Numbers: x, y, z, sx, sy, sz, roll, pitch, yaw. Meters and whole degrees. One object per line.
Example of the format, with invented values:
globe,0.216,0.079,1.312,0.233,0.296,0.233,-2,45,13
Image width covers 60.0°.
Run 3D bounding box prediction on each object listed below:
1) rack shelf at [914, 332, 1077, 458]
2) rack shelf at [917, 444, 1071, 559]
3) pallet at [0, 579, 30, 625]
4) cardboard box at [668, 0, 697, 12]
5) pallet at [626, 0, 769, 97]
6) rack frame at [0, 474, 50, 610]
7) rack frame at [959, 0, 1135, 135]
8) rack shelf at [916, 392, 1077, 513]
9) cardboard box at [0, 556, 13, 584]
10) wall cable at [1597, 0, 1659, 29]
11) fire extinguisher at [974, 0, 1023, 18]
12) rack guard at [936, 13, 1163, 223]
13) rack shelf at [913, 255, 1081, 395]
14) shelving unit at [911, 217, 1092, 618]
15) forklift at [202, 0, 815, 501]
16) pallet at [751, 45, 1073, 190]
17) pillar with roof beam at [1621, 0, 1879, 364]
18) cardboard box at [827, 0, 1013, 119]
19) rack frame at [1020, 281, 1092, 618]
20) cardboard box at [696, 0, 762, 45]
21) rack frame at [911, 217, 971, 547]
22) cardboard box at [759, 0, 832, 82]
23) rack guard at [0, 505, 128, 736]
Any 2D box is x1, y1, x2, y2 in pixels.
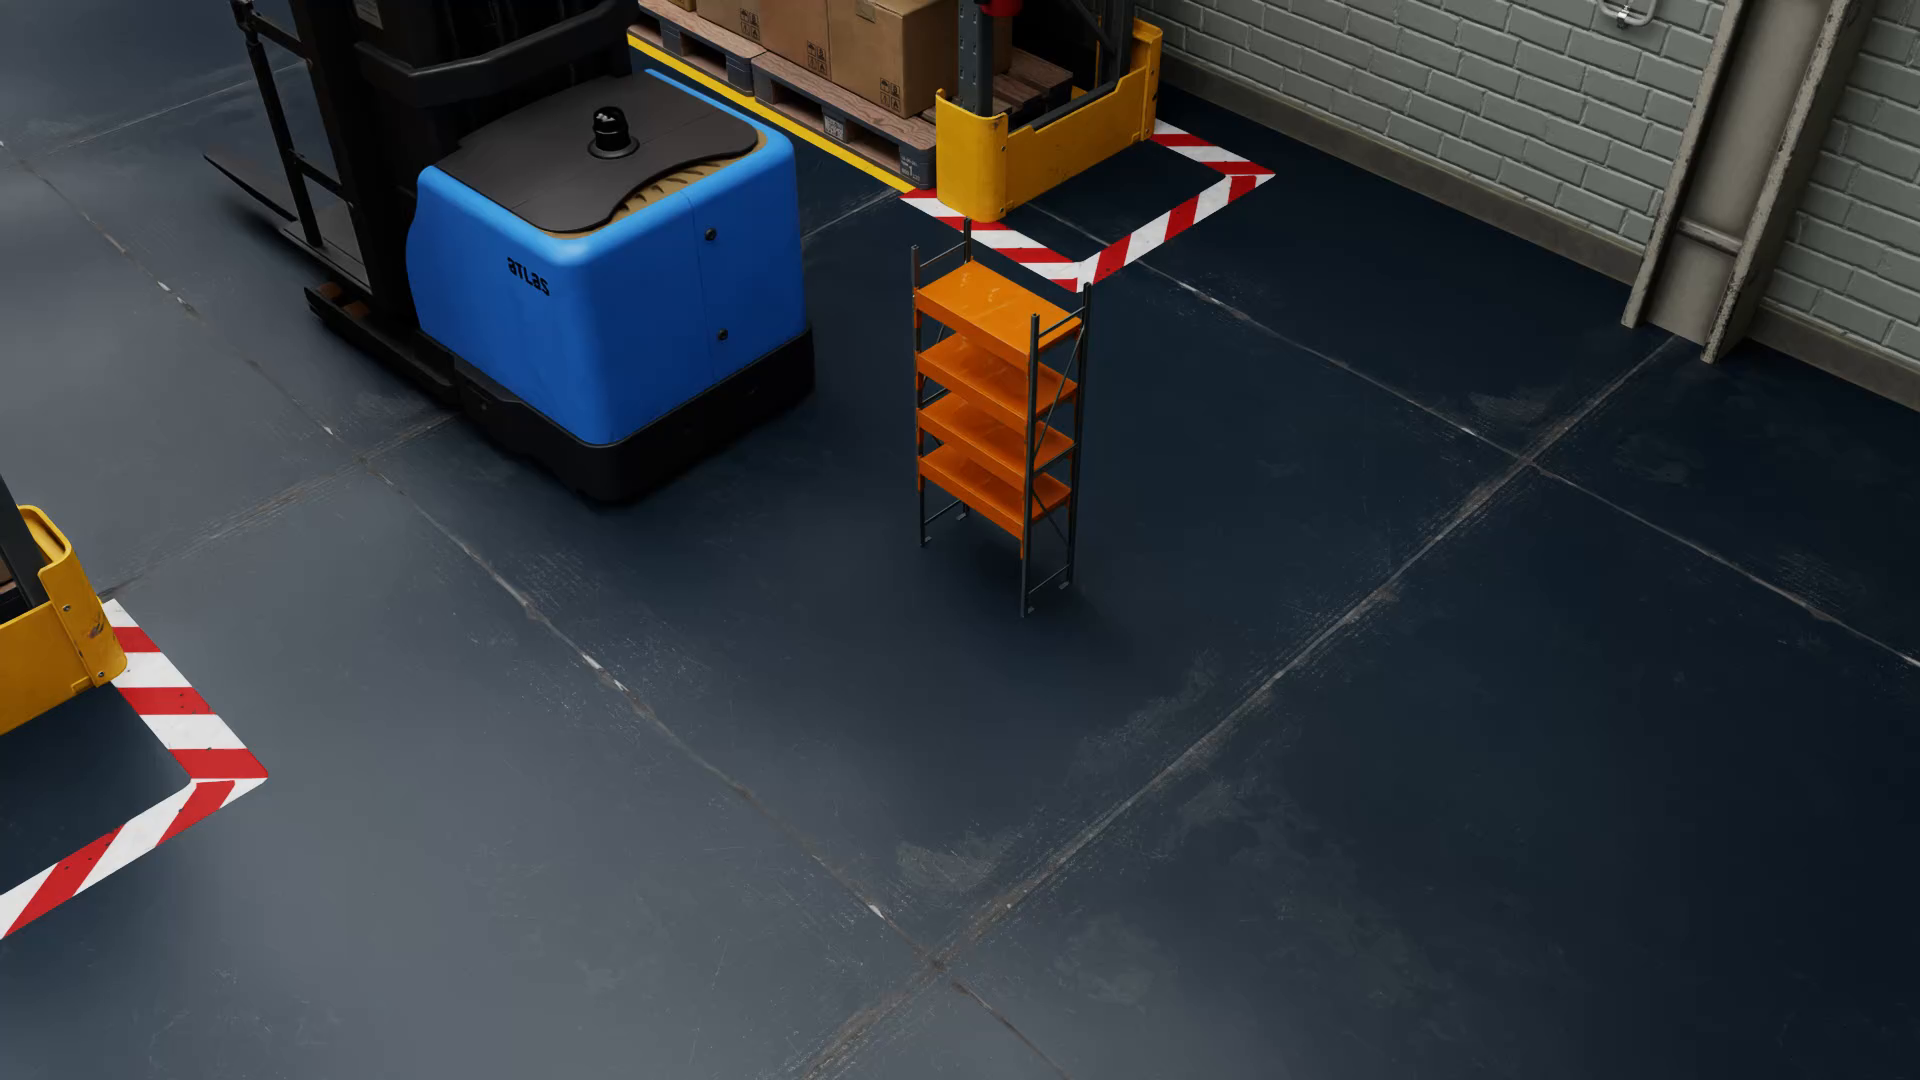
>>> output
rack shelf,0.117,-0.476,5.151,0.258,0.148,0.480,-34,53,-31
rack shelf,0.117,-0.166,5.437,0.258,0.148,0.480,-34,53,-31
pallet,-3.734,0.144,5.439,1.003,0.211,1.213,-34,53,-31
cardboard box,-1.268,-3.096,8.423,0.700,0.500,0.500,-33,52,-30
pallet,-1.089,-2.746,8.566,1.003,0.211,1.213,-34,53,-31
rack frame,-3.117,-0.461,4.039,1.000,3.000,0.127,-34,53,-31
rack frame,0.388,-2.837,6.610,1.000,3.000,0.127,-34,53,-31
rack shelf,0.117,-0.312,5.302,0.258,0.148,0.480,-34,53,-31
cardboard box,-3.169,0.058,5.253,0.380,0.149,0.250,-34,53,-31
wall cable,1.962,-3.048,6.090,0.084,1.984,1.851,-34,53,-31
fire extinguisher,0.168,-2.378,6.445,0.296,0.674,0.183,-34,53,-31
rack guard,0.405,-1.907,7.446,1.175,0.500,0.348,-34,53,-31
rack shelf,0.117,-0.650,4.990,0.258,0.148,0.480,-34,53,-31
shelving unit,0.117,-0.361,5.257,0.258,1.200,0.503,-34,53,-31
forklift,-1.975,-2.088,5.850,3.031,2.935,1.130,32,51,30
pallet,-0.232,-2.160,7.932,1.003,0.211,1.213,-34,53,-31
pillar with roof beam,-0.141,-2.094,1.386,9.100,9.000,0.400,-34,53,-31
cardboard box,-0.177,-2.362,7.628,0.700,0.500,0.500,-34,53,-31
rack frame,0.289,-0.244,5.130,0.240,1.200,0.015,-34,53,-31
cardboard box,-0.886,-2.843,8.149,0.500,0.500,0.700,32,52,30
rack frame,-0.055,-0.478,5.384,0.240,1.200,0.015,-34,53,-31
cardboard box,-0.531,-2.602,7.888,0.500,0.500,0.700,34,53,31
rack guard,-3.170,0.420,4.927,1.175,0.500,0.348,-34,53,-31
